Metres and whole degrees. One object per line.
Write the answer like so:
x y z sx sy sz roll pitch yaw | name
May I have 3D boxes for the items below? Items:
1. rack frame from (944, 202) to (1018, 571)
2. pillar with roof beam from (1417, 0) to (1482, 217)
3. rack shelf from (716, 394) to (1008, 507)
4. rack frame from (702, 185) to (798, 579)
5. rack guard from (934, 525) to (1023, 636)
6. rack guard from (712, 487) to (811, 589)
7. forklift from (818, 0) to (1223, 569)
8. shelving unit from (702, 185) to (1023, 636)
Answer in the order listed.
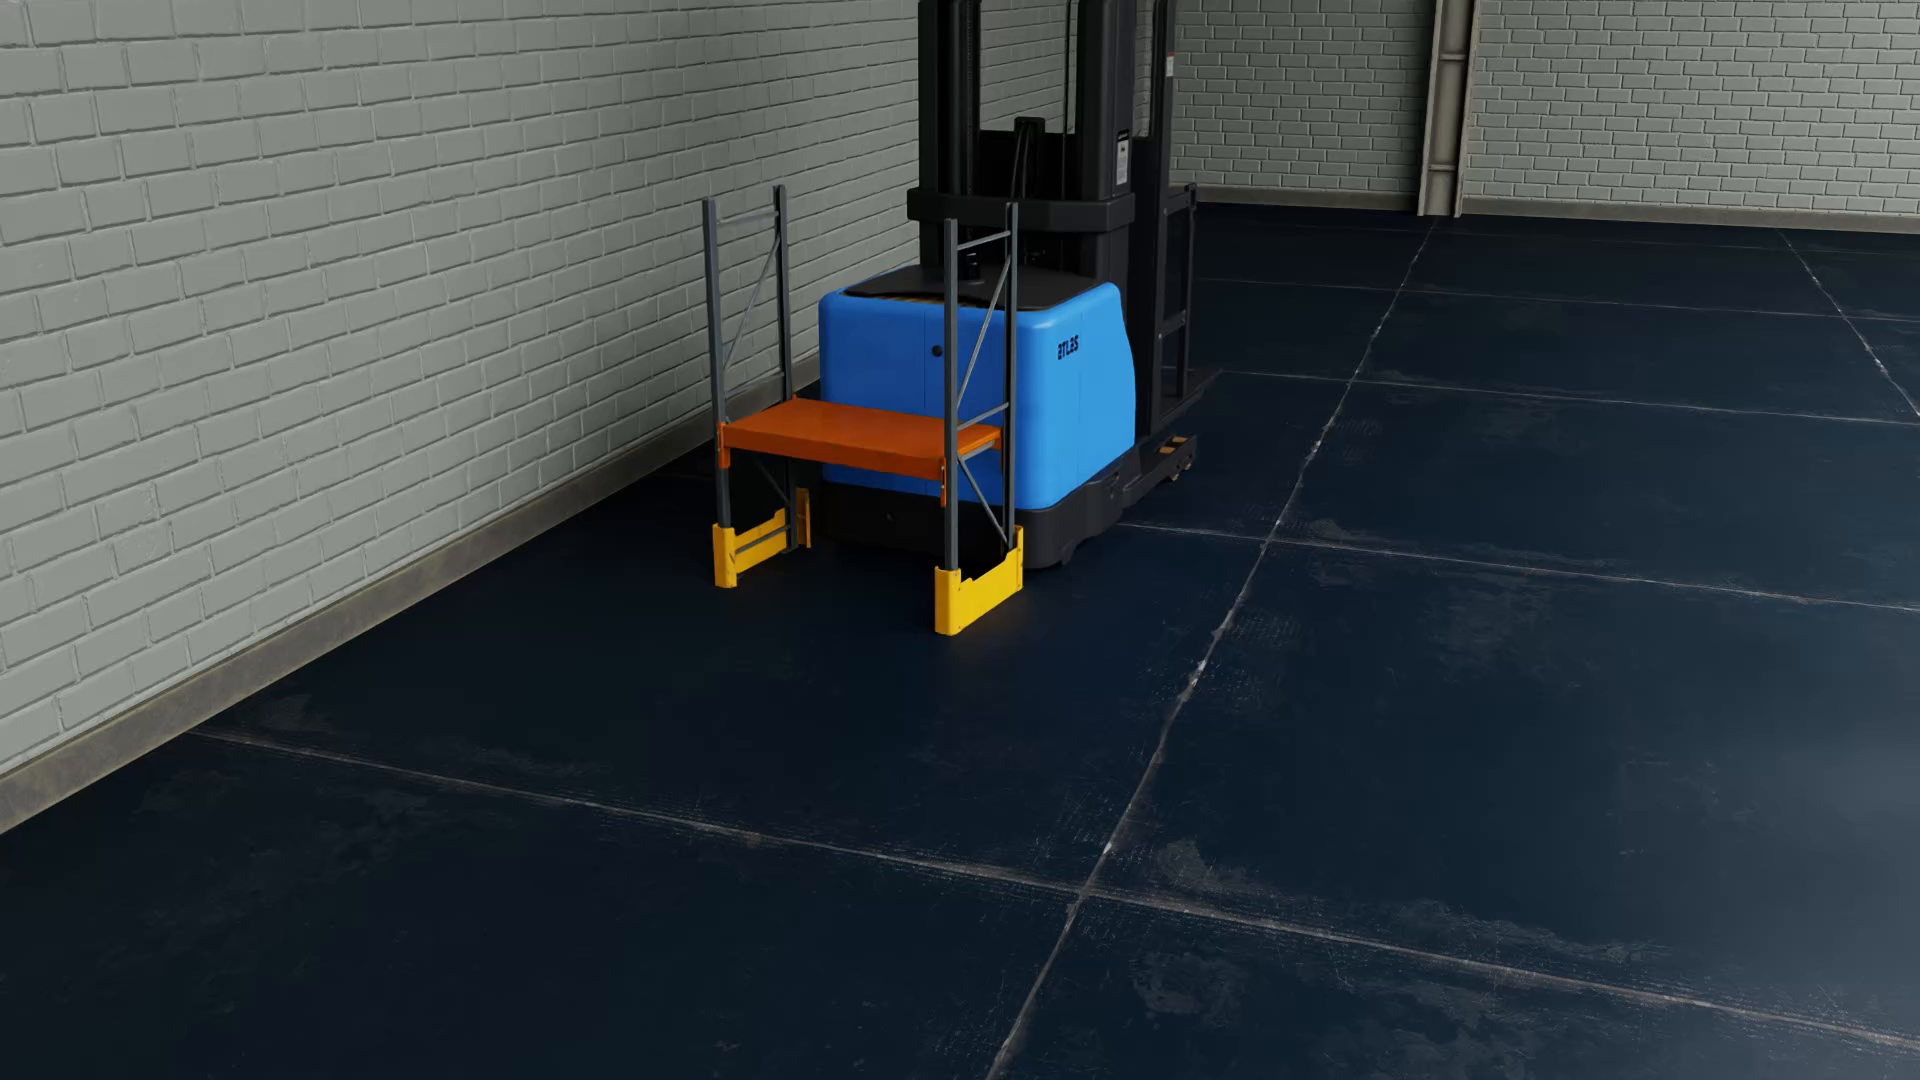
0.077 -0.446 6.077 0.032 1.500 0.500 10 22 27 | rack frame
3.244 -6.077 10.837 0.400 9.000 9.100 7 20 18 | pillar with roof beam
-0.368 -0.357 6.368 1.000 0.185 0.538 10 22 27 | rack shelf
-0.814 -0.607 6.539 0.032 1.500 0.500 10 22 27 | rack frame
0.076 0.144 6.284 0.087 0.250 0.587 10 22 27 | rack guard
-0.797 -0.014 6.736 0.087 0.250 0.587 10 22 27 | rack guard
0.497 -1.715 7.544 1.130 2.935 3.031 9 21 23 | forklift
-0.360 -0.525 6.304 1.083 1.500 0.587 10 22 27 | shelving unit
